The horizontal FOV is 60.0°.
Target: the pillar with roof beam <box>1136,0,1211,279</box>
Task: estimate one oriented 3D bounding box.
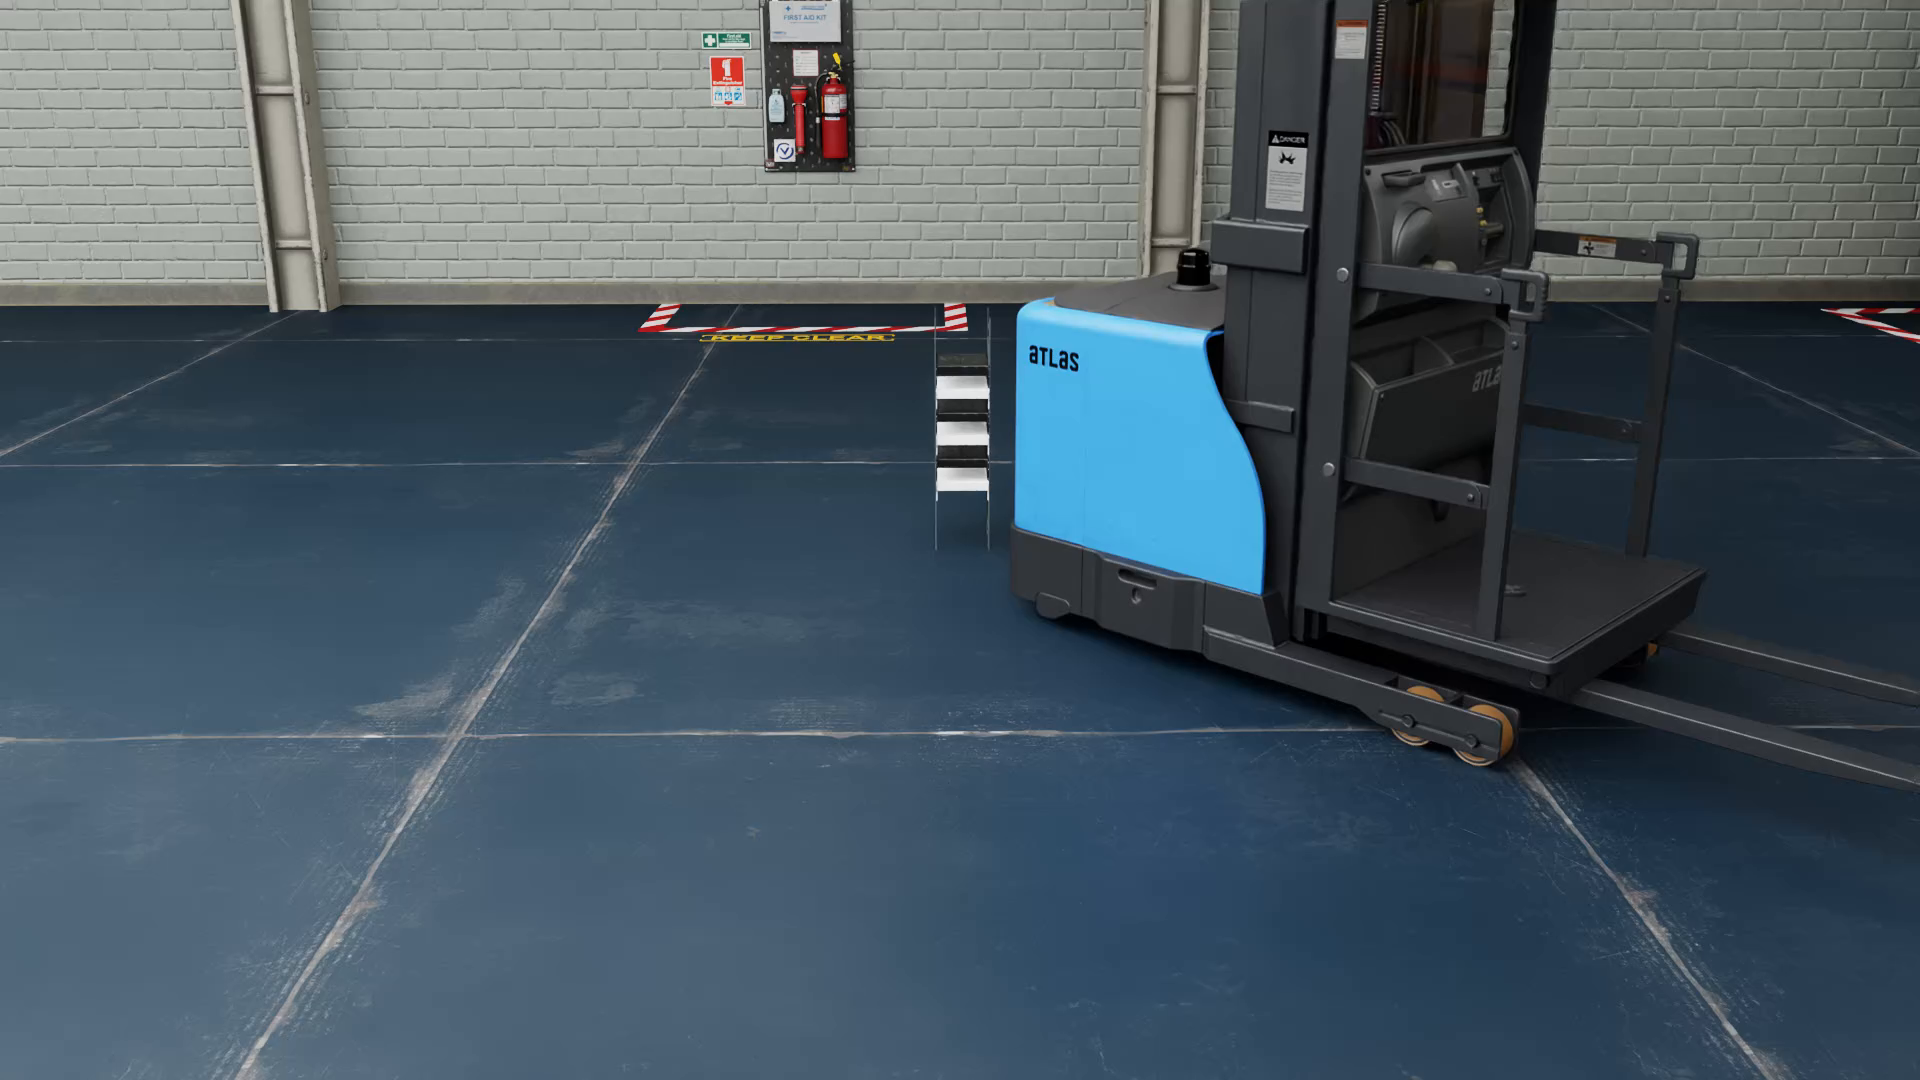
[{"bbox_3d":[1.514,-4.615,6.201,0.400,9.000,9.100,0,18,-1],"label":"pillar with roof beam"}]

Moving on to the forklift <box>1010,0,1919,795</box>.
[{"bbox_3d":[1.586,-0.950,4.710,3.031,2.935,1.130,16,24,41],"label":"forklift"}]

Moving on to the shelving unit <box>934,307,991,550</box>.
[{"bbox_3d":[0.008,-0.429,6.410,0.210,0.900,0.258,0,18,-1],"label":"shelving unit"}]

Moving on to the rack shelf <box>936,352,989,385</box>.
[{"bbox_3d":[0.008,-0.654,6.338,0.200,0.077,0.258,0,18,-1],"label":"rack shelf"}]

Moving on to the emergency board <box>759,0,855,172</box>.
[{"bbox_3d":[-1.025,-3.073,11.216,0.643,1.169,0.194,0,18,-1],"label":"emergency board"}]

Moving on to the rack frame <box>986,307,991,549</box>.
[{"bbox_3d":[0.110,-0.429,6.412,0.006,0.900,0.240,0,18,-1],"label":"rack frame"}]

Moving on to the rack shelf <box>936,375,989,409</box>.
[{"bbox_3d":[0.008,-0.568,6.365,0.200,0.077,0.258,0,18,-1],"label":"rack shelf"}]

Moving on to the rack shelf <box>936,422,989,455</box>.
[{"bbox_3d":[0.008,-0.397,6.420,0.200,0.077,0.258,0,18,-1],"label":"rack shelf"}]

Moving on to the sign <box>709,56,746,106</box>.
[{"bbox_3d":[-1.579,-3.119,11.300,0.234,0.329,0.001,0,18,-1],"label":"sign"}]

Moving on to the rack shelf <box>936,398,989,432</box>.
[{"bbox_3d":[0.008,-0.482,6.393,0.200,0.077,0.258,0,18,-1],"label":"rack shelf"}]

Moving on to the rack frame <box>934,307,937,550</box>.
[{"bbox_3d":[-0.094,-0.428,6.409,0.006,0.900,0.240,0,18,-1],"label":"rack frame"}]

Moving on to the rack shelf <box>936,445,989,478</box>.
[{"bbox_3d":[0.008,-0.311,6.448,0.200,0.077,0.258,0,18,-1],"label":"rack shelf"}]

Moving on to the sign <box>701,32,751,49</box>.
[{"bbox_3d":[-1.575,-3.368,11.211,0.331,0.109,0.001,0,18,-1],"label":"sign"}]

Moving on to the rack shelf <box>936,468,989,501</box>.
[{"bbox_3d":[0.008,-0.225,6.475,0.200,0.077,0.258,0,18,-1],"label":"rack shelf"}]

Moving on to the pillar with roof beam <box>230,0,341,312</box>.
[{"bbox_3d":[-4.485,-4.586,6.111,0.400,9.000,9.100,0,18,-1],"label":"pillar with roof beam"}]

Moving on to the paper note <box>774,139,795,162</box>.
[{"bbox_3d":[-1.203,-2.674,11.413,0.142,0.148,0.016,0,18,-1],"label":"paper note"}]
